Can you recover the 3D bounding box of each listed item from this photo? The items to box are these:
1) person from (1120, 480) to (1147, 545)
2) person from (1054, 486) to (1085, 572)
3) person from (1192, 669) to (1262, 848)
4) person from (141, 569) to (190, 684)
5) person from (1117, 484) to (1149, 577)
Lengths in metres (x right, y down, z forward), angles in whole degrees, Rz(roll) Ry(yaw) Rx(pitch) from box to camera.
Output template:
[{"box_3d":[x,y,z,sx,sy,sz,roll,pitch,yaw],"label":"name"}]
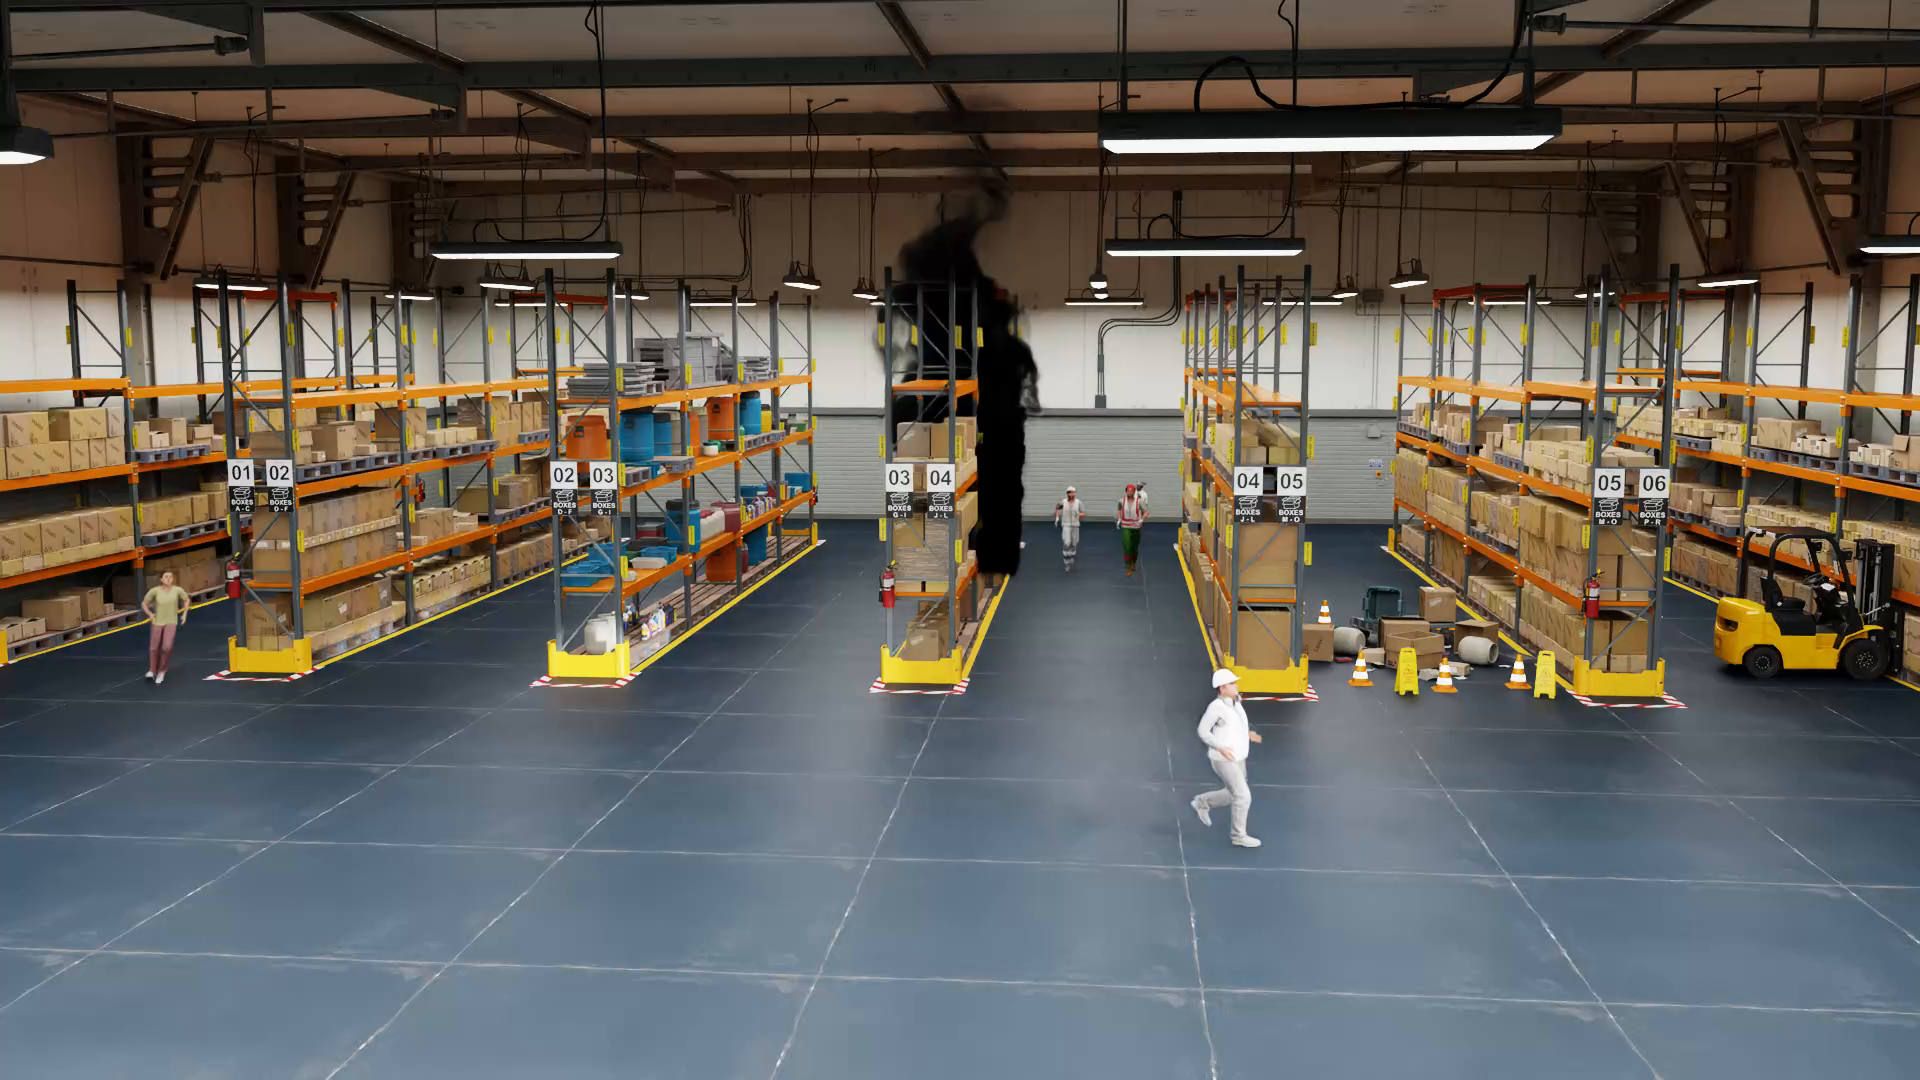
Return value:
[{"box_3d":[4.192,-0.665,40.175,0.740,1.625,0.686,3,8,27],"label":"person"},{"box_3d":[2.376,-0.239,35.872,0.643,1.846,0.774,-1,7,-6],"label":"person"},{"box_3d":[2.635,2.145,16.511,0.803,1.739,0.668,5,8,34],"label":"person"},{"box_3d":[-11.610,1.258,24.314,0.641,1.641,0.673,-3,7,-21],"label":"person"},{"box_3d":[3.457,-0.214,33.348,0.652,1.838,0.778,1,7,10],"label":"person"}]
